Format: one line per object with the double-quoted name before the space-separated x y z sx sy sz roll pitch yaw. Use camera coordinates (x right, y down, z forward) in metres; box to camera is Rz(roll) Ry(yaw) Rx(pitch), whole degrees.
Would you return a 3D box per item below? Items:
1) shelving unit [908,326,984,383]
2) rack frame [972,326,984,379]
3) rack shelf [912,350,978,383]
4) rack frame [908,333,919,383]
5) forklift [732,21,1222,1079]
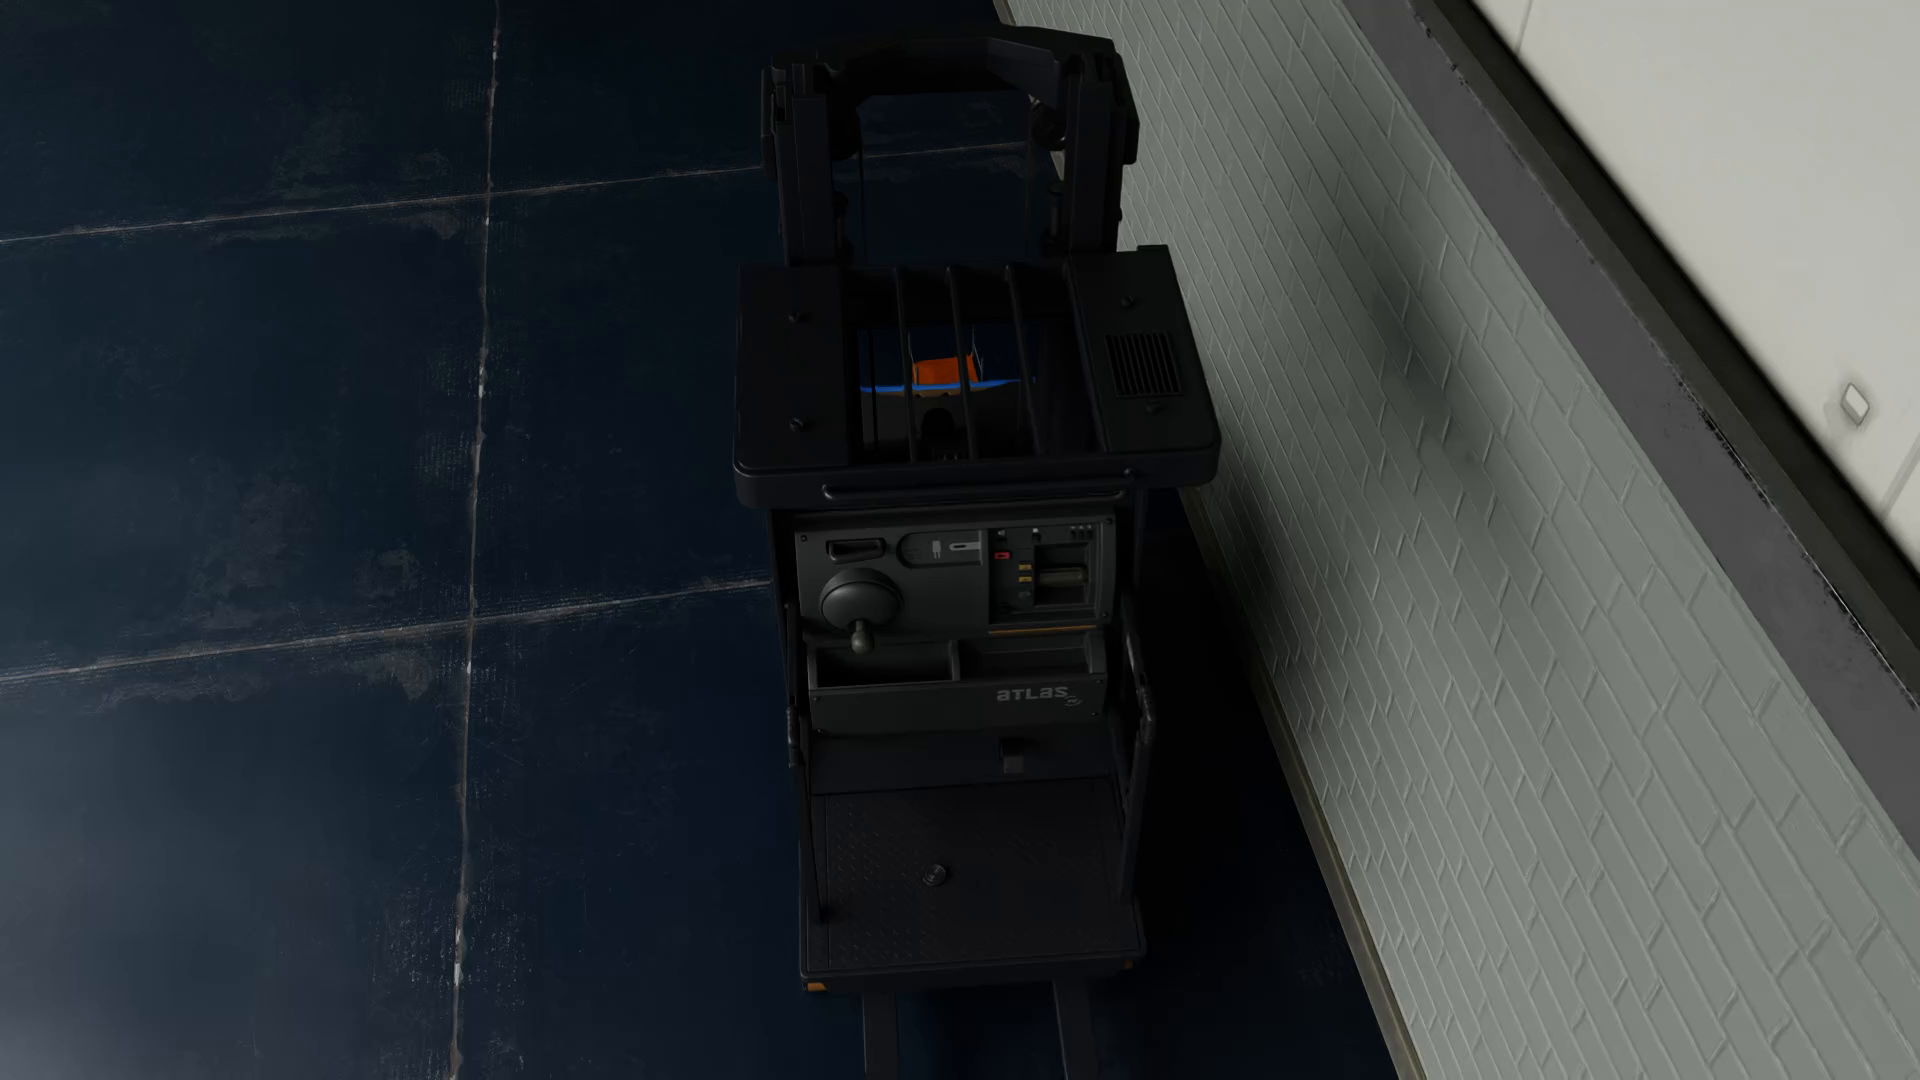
"shelving unit" -0.053 -0.358 6.559 0.252 1.050 0.215 -7 46 -7
"rack frame" 0.067 -0.373 6.573 0.008 1.050 0.200 -7 46 -7
"rack shelf" -0.053 -0.547 6.362 0.240 0.259 0.215 -7 46 -7
"rack frame" -0.173 -0.343 6.544 0.008 1.050 0.200 -7 46 -7
"forklift" 0.011 0.213 4.702 1.130 2.935 3.031 -3 46 -3
